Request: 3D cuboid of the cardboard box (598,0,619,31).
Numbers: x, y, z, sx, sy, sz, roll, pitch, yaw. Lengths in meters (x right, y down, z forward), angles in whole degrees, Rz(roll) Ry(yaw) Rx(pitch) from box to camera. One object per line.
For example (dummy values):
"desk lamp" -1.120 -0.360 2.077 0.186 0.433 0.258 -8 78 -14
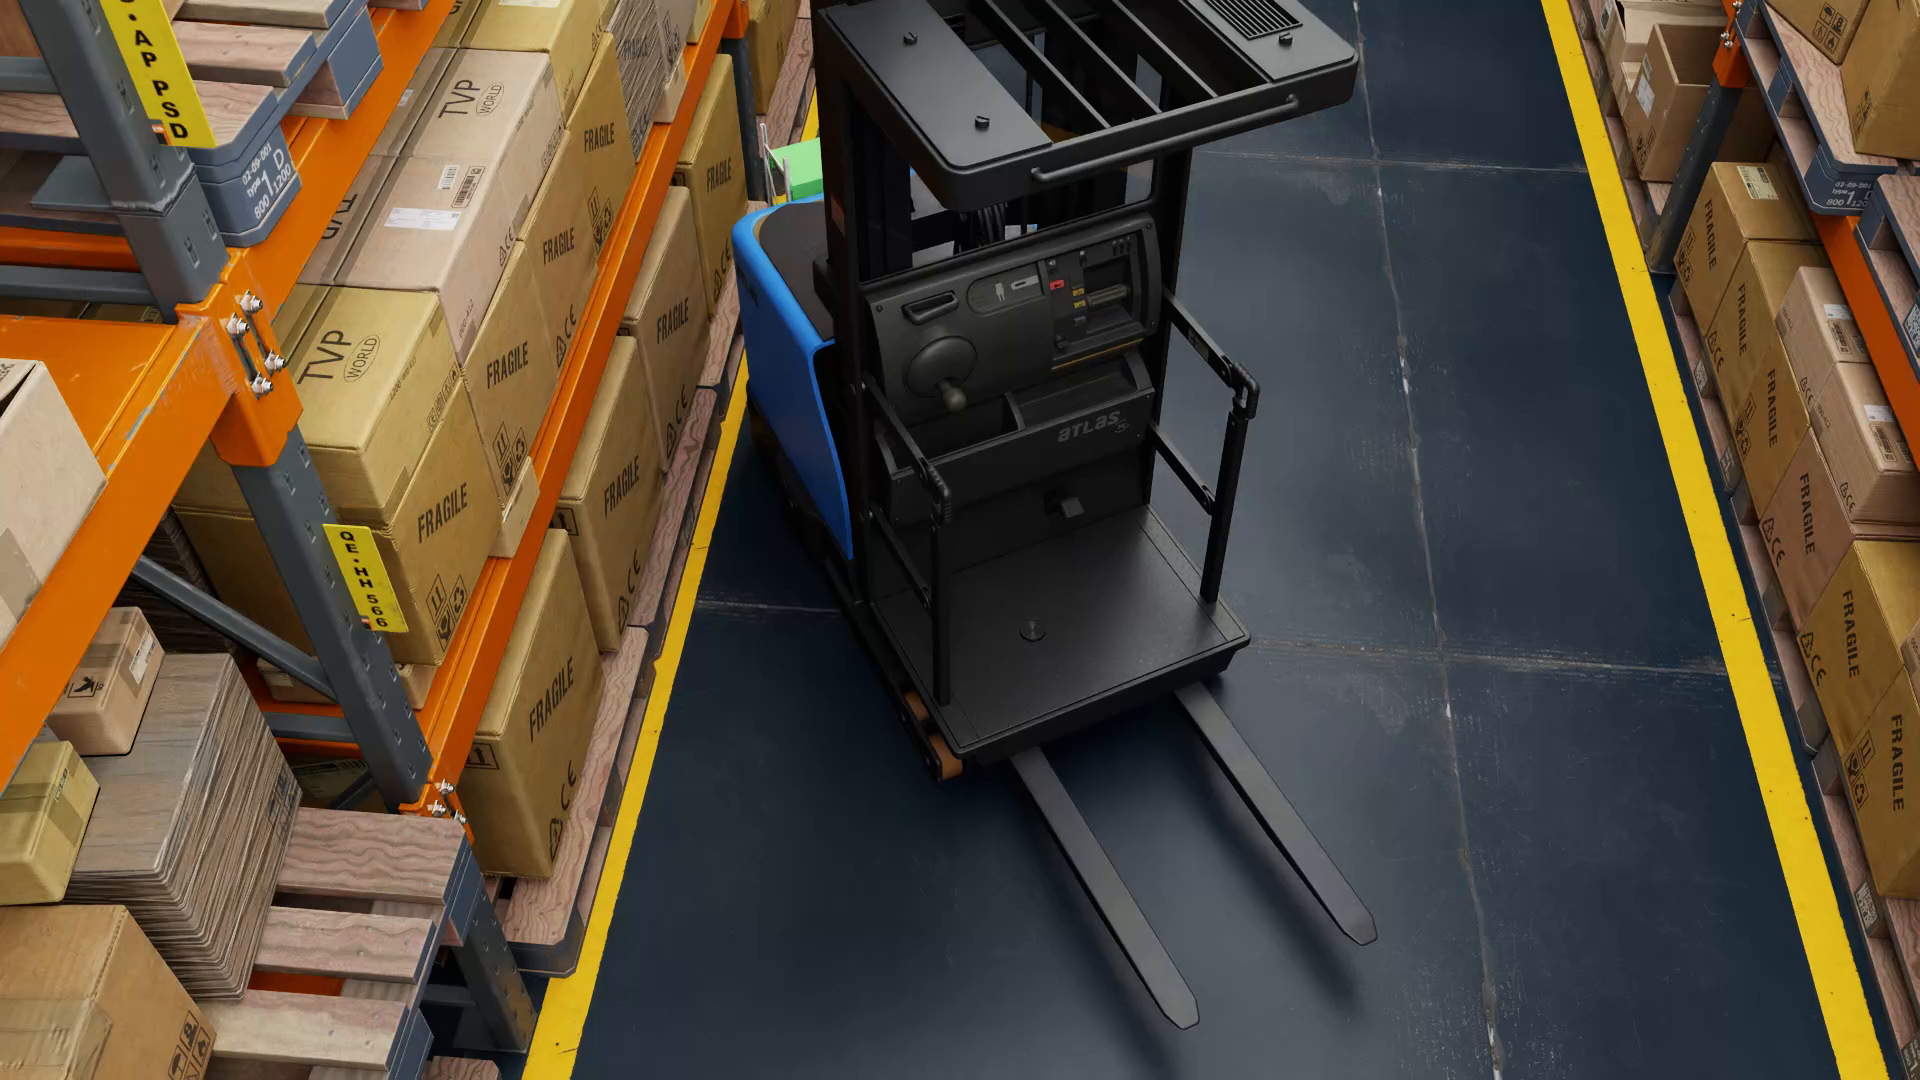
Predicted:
"cardboard box" -1.287 -1.806 5.078 0.500 0.250 0.500 5 48 4

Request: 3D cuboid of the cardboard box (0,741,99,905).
"cardboard box" -1.777 0.509 2.947 0.380 0.149 0.250 -3 48 -3

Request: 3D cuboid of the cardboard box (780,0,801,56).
"cardboard box" -1.177 -2.732 8.126 0.700 0.500 0.500 3 48 3

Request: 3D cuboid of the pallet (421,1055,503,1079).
"pallet" -1.833 1.932 4.340 1.003 0.211 1.213 4 48 4

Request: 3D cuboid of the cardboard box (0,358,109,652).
"cardboard box" -1.557 -0.025 2.254 0.500 0.311 0.500 4 48 4

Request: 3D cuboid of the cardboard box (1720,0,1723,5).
"cardboard box" 3.703 -2.879 8.244 0.797 0.503 0.637 4 48 4

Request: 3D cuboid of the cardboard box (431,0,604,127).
"cardboard box" -1.332 -1.432 4.736 0.500 0.250 0.500 3 48 3

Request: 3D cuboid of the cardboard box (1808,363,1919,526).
"cardboard box" 3.114 -0.308 5.386 0.500 0.250 0.500 3 48 3

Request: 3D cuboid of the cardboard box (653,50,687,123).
"cardboard box" -1.178 -1.605 5.842 0.380 0.149 0.250 4 48 4

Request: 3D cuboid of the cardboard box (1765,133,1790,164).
"cardboard box" 3.791 -1.727 7.321 0.500 0.311 0.500 4 48 4

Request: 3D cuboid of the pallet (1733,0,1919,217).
"pallet" 3.356 -1.548 5.763 1.003 0.211 1.213 4 48 4

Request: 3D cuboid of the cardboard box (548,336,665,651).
"cardboard box" -1.477 -0.174 5.549 0.750 0.750 0.750 4 48 3

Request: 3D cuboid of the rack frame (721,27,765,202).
"rack frame" -1.396 -2.523 6.524 1.000 3.000 0.127 4 48 4

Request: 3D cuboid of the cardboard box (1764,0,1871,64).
"cardboard box" 3.271 -2.035 5.726 0.700 0.500 0.500 -11 48 -10

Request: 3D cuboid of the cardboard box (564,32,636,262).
"cardboard box" -1.318 -1.196 5.028 0.500 0.500 0.500 5 48 5

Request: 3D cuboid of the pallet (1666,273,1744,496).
"pallet" 3.501 -0.651 6.702 1.003 0.211 1.213 4 48 4

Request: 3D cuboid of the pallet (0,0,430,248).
"pallet" -1.755 -1.009 3.235 1.213 0.211 1.003 6 48 5

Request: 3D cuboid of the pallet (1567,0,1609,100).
"pallet" 3.709 -2.655 8.535 1.003 0.211 1.213 4 48 4

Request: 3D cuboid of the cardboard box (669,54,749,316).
"cardboard box" -1.326 -1.452 6.718 0.750 0.750 0.750 4 48 4

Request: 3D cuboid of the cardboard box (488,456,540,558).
"cardboard box" -1.360 -0.106 4.471 0.380 0.149 0.250 5 48 5

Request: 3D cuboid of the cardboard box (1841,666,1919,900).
"cardboard box" 3.024 0.739 4.937 0.500 0.500 0.500 6 48 5

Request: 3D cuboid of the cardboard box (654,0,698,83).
"cardboard box" -1.224 -1.932 5.701 0.500 0.500 0.500 4 48 4

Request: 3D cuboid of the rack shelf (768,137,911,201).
"rack shelf" -0.443 -1.375 6.131 0.480 0.148 0.258 -20 50 -17

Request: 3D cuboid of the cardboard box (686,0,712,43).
"cardboard box" -1.144 -1.990 6.194 0.380 0.149 0.250 5 48 4

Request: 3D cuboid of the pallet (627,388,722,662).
"pallet" -1.500 -0.110 6.208 1.003 0.211 1.213 4 48 4

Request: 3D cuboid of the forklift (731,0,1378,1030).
"forklift" 0.272 -0.571 4.786 1.130 2.935 3.031 -20 50 -17

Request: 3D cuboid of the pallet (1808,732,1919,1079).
"pallet" 3.278 1.142 5.062 1.003 0.211 1.213 4 48 4

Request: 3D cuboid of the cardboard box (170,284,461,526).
"cardboard box" -1.460 -0.315 3.714 0.500 0.250 0.500 5 48 4

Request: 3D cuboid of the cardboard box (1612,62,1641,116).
"cardboard box" 3.281 -2.096 7.768 0.380 0.149 0.250 4 48 4

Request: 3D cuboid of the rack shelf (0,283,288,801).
"rack shelf" -1.943 1.117 1.650 1.077 0.370 4.000 4 48 4

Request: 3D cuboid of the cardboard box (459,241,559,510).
"cardboard box" -1.404 -0.448 4.344 0.500 0.500 0.500 5 48 5

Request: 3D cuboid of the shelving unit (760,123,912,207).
"shelving unit" -0.443 -1.094 6.438 0.503 1.200 0.258 -20 50 -17

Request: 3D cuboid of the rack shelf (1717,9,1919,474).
"rack shelf" 3.355 -0.480 5.144 1.077 0.370 4.000 4 48 4

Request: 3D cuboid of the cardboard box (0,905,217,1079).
"cardboard box" -1.817 0.993 2.943 0.700 0.500 0.500 0 48 0

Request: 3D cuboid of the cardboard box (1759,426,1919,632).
"cardboard box" 3.113 -0.027 5.638 0.500 0.500 0.500 2 48 2

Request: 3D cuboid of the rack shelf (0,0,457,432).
"rack shelf" -1.578 -1.823 4.339 1.077 0.370 4.000 4 48 4

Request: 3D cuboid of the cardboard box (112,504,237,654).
"cardboard box" -1.980 -0.089 4.016 0.500 0.500 0.500 4 48 4

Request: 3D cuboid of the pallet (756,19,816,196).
"pallet" -1.249 -2.135 8.060 1.003 0.211 1.213 4 48 4

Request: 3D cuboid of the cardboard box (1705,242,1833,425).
"cardboard box" 3.213 -0.765 6.313 0.500 0.500 0.500 4 48 4

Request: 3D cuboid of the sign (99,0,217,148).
"sign" -1.220 -0.732 2.504 0.100 0.325 0.005 4 48 4

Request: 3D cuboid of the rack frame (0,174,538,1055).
"rack frame" -1.761 0.417 3.836 1.000 3.000 0.127 4 48 4

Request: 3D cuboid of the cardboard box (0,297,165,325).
"cardboard box" -1.978 -0.328 3.726 0.500 0.250 0.500 5 48 5
